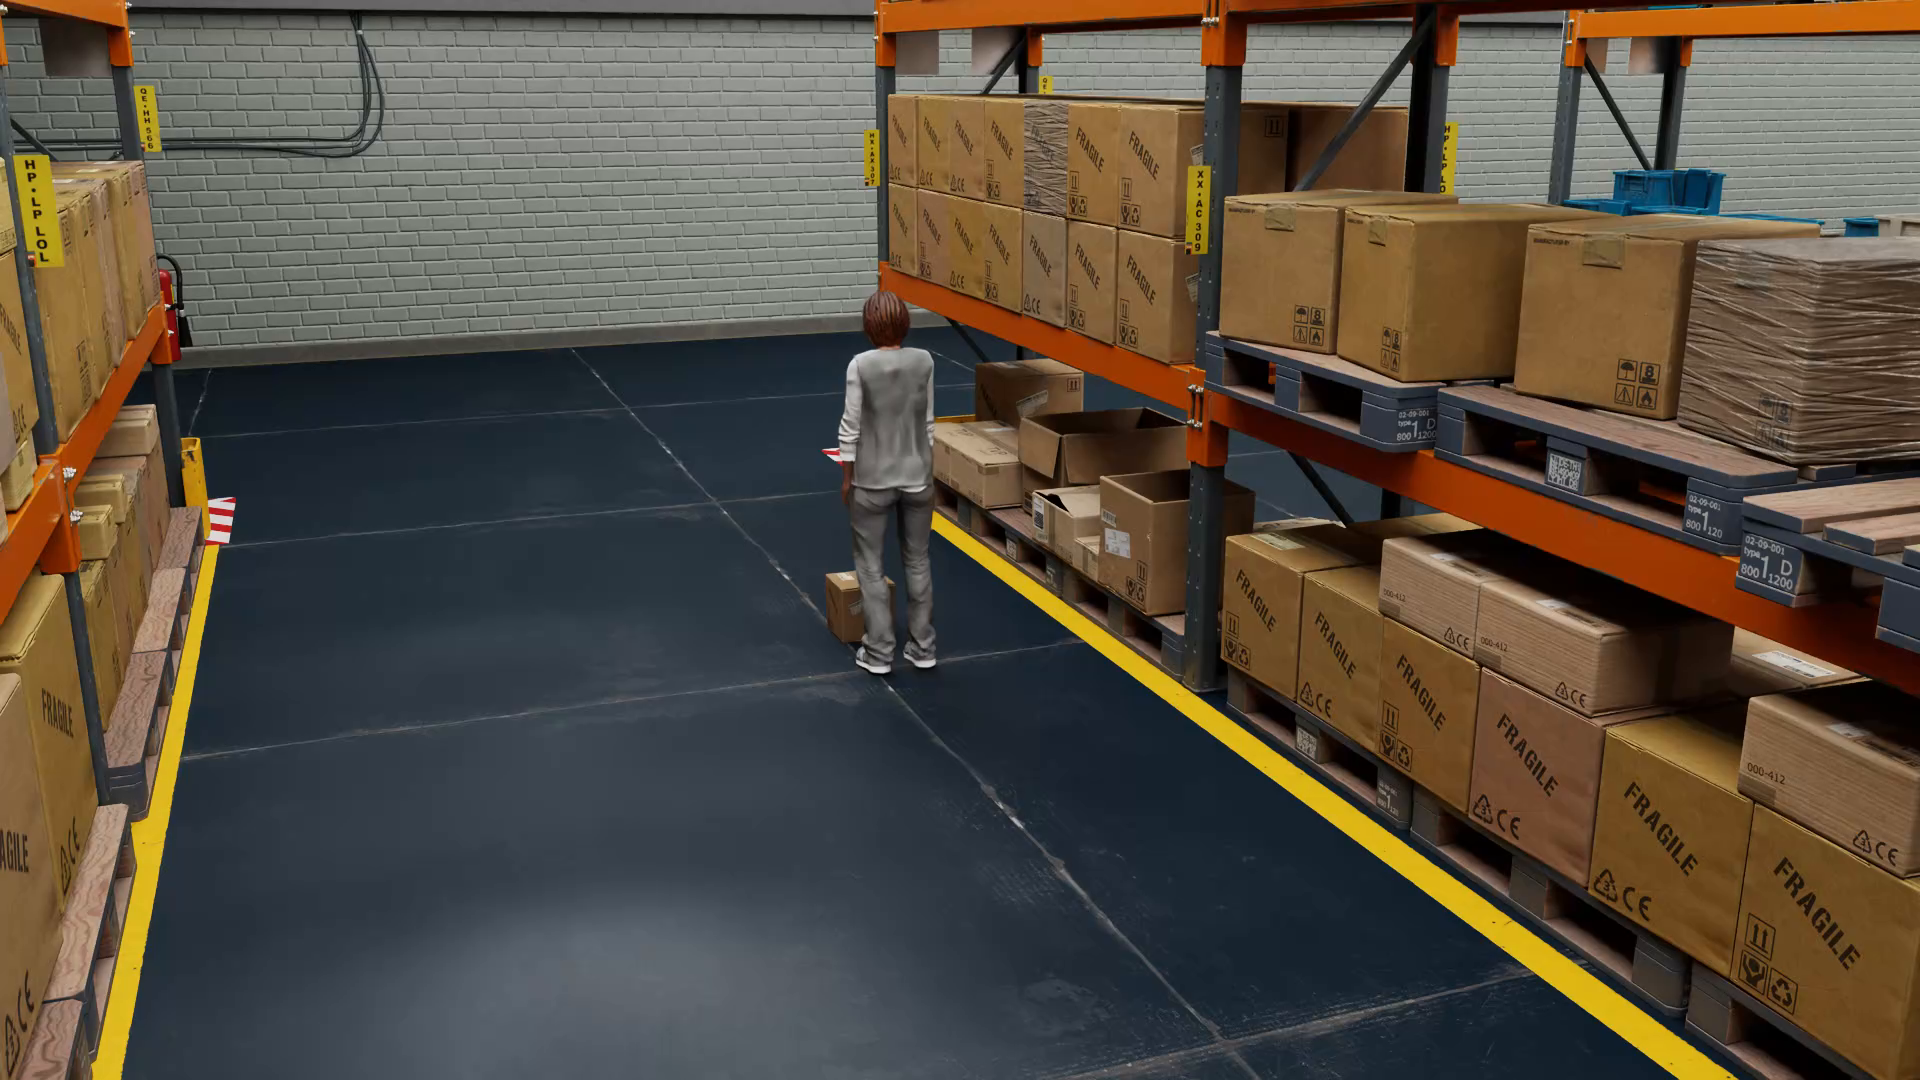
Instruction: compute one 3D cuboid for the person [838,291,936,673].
[{"bbox_3d":[-0.297,-0.216,6.858,0.409,1.576,0.304,-6,17,-19],"label":"person"}]
